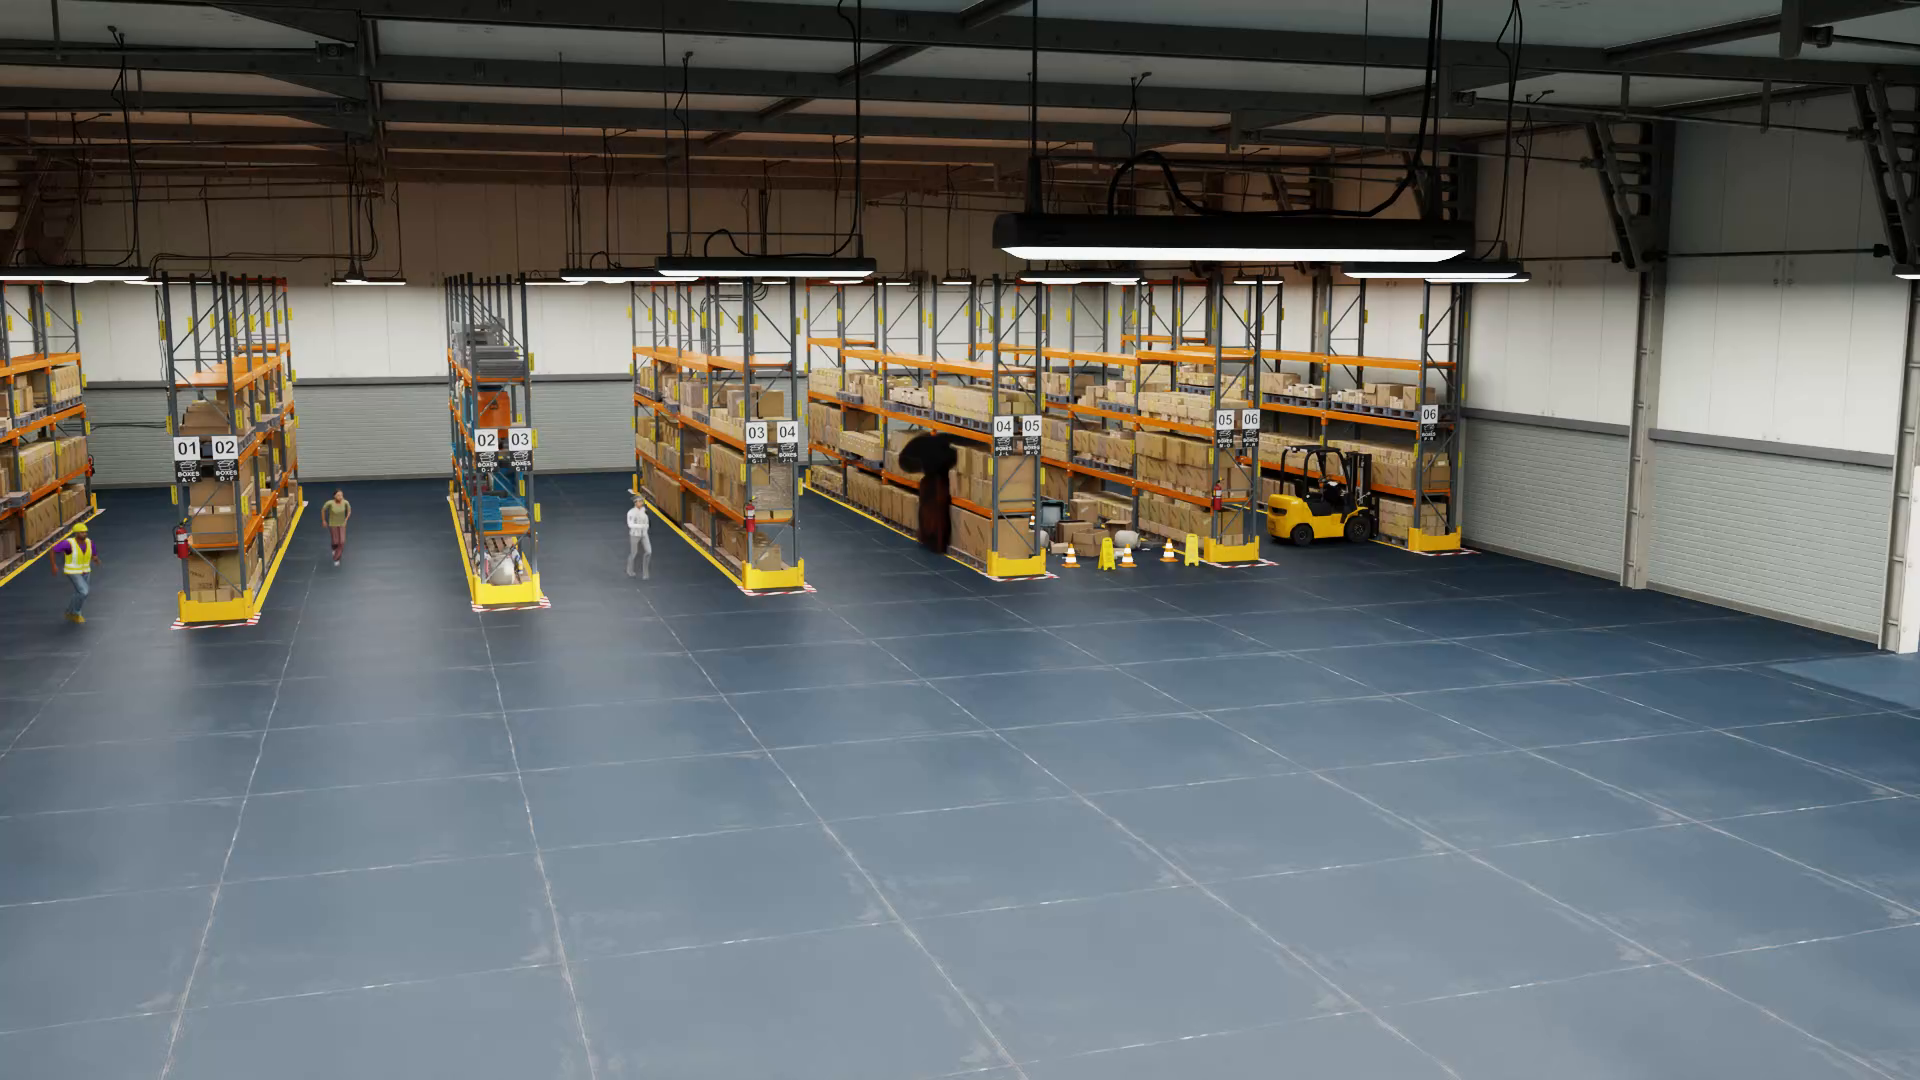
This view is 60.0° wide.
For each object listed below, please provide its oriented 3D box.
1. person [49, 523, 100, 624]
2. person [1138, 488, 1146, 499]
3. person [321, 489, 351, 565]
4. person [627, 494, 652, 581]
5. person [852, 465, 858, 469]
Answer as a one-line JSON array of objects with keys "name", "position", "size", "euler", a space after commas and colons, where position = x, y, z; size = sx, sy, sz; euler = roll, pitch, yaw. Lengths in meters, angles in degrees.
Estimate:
[{"name": "person", "position": [-15.123, 0.593, 28.527], "size": [0.844, 1.771, 0.691], "euler": [4, 9, 24]}, {"name": "person", "position": [5.047, -1.958, 45.437], "size": [0.710, 1.668, 0.937], "euler": [-7, 11, -37]}, {"name": "person", "position": [-12.993, -0.283, 34.696], "size": [0.567, 1.599, 0.647], "euler": [-6, 11, -37]}, {"name": "person", "position": [-6.348, -0.051, 32.861], "size": [0.552, 1.735, 0.813], "euler": [-7, 11, -38]}, {"name": "person", "position": [-3.018, -2.759, 50.536], "size": [0.908, 1.704, 0.669], "euler": [-6, 10, -34]}]
